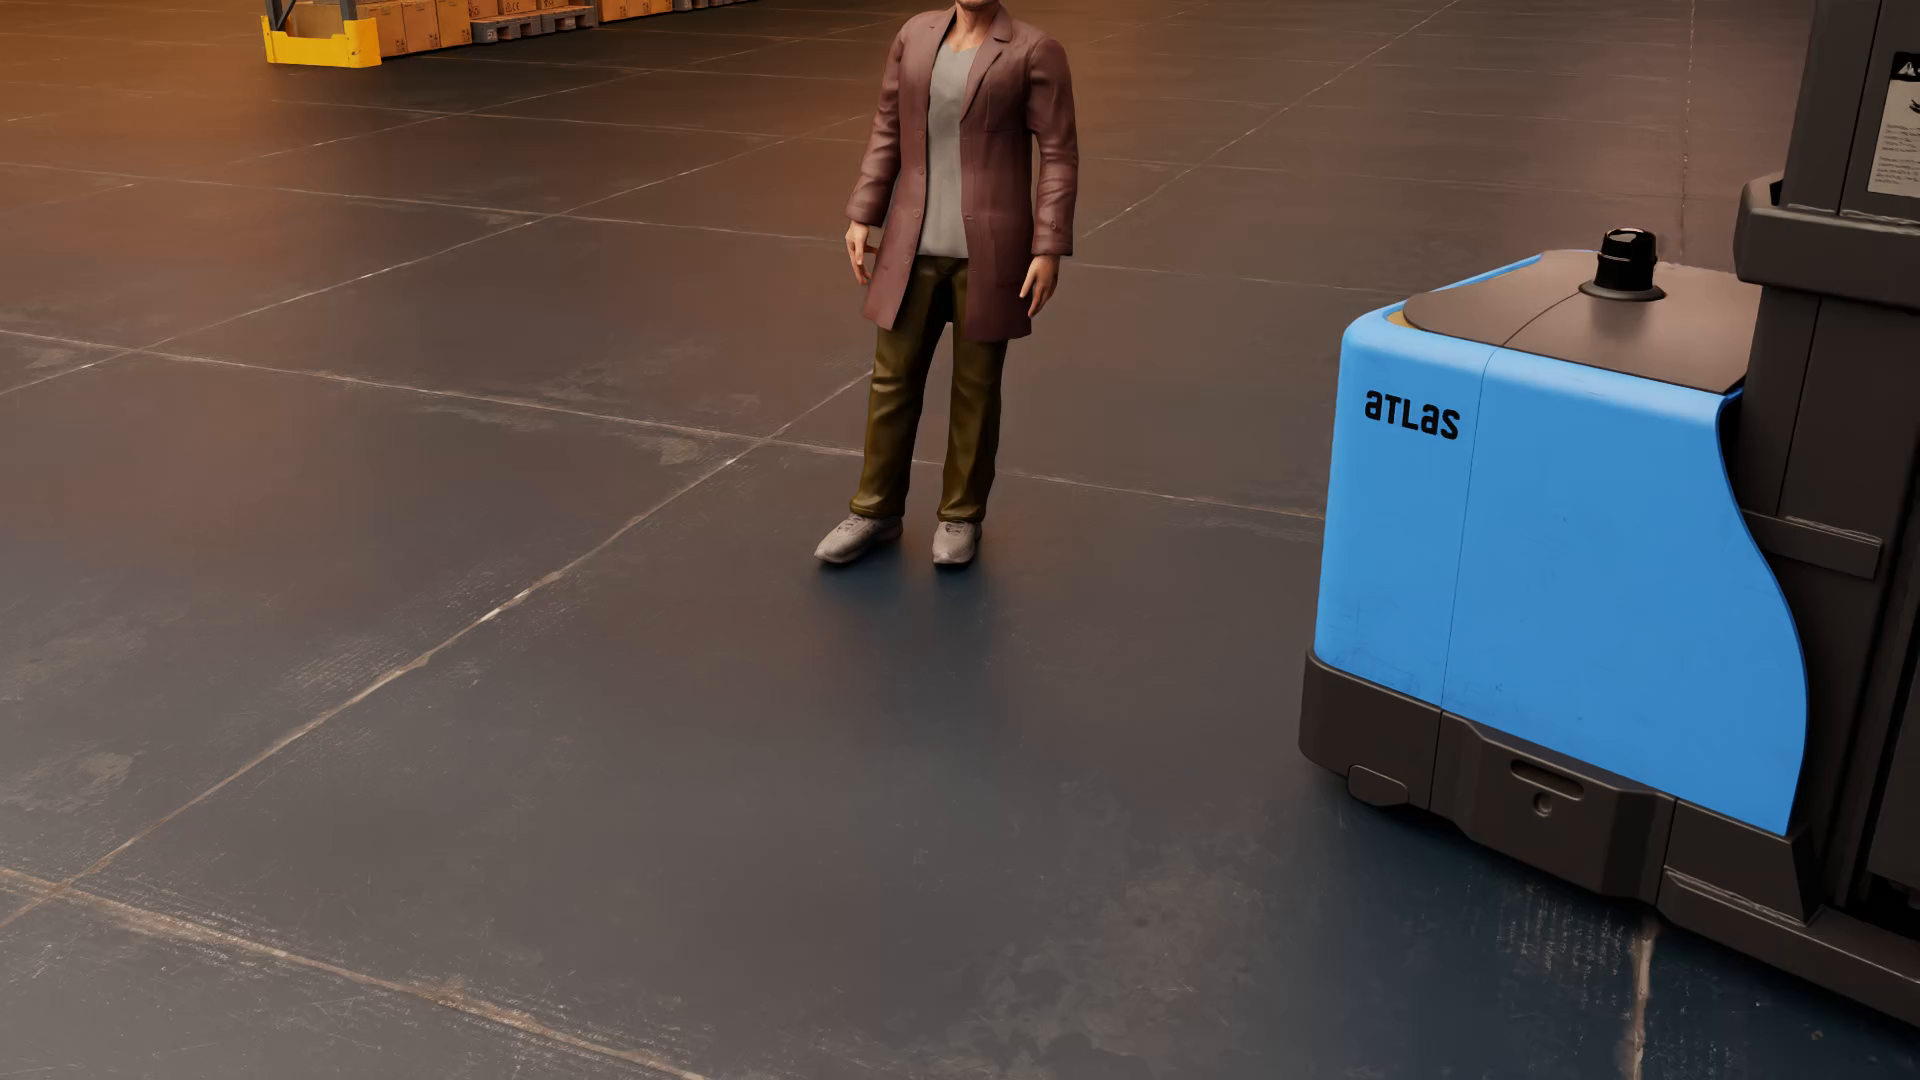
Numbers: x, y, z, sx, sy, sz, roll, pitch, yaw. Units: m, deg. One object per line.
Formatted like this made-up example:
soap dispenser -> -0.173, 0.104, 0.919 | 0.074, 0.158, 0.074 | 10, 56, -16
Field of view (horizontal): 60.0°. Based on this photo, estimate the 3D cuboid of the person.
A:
person -> -0.039, -0.794, 4.670 | 0.696, 1.778, 0.579 | 9, 24, 21

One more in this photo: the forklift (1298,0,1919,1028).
forklift -> 2.171, -0.545, 2.597 | 3.031, 2.935, 1.130 | 21, 30, 40
